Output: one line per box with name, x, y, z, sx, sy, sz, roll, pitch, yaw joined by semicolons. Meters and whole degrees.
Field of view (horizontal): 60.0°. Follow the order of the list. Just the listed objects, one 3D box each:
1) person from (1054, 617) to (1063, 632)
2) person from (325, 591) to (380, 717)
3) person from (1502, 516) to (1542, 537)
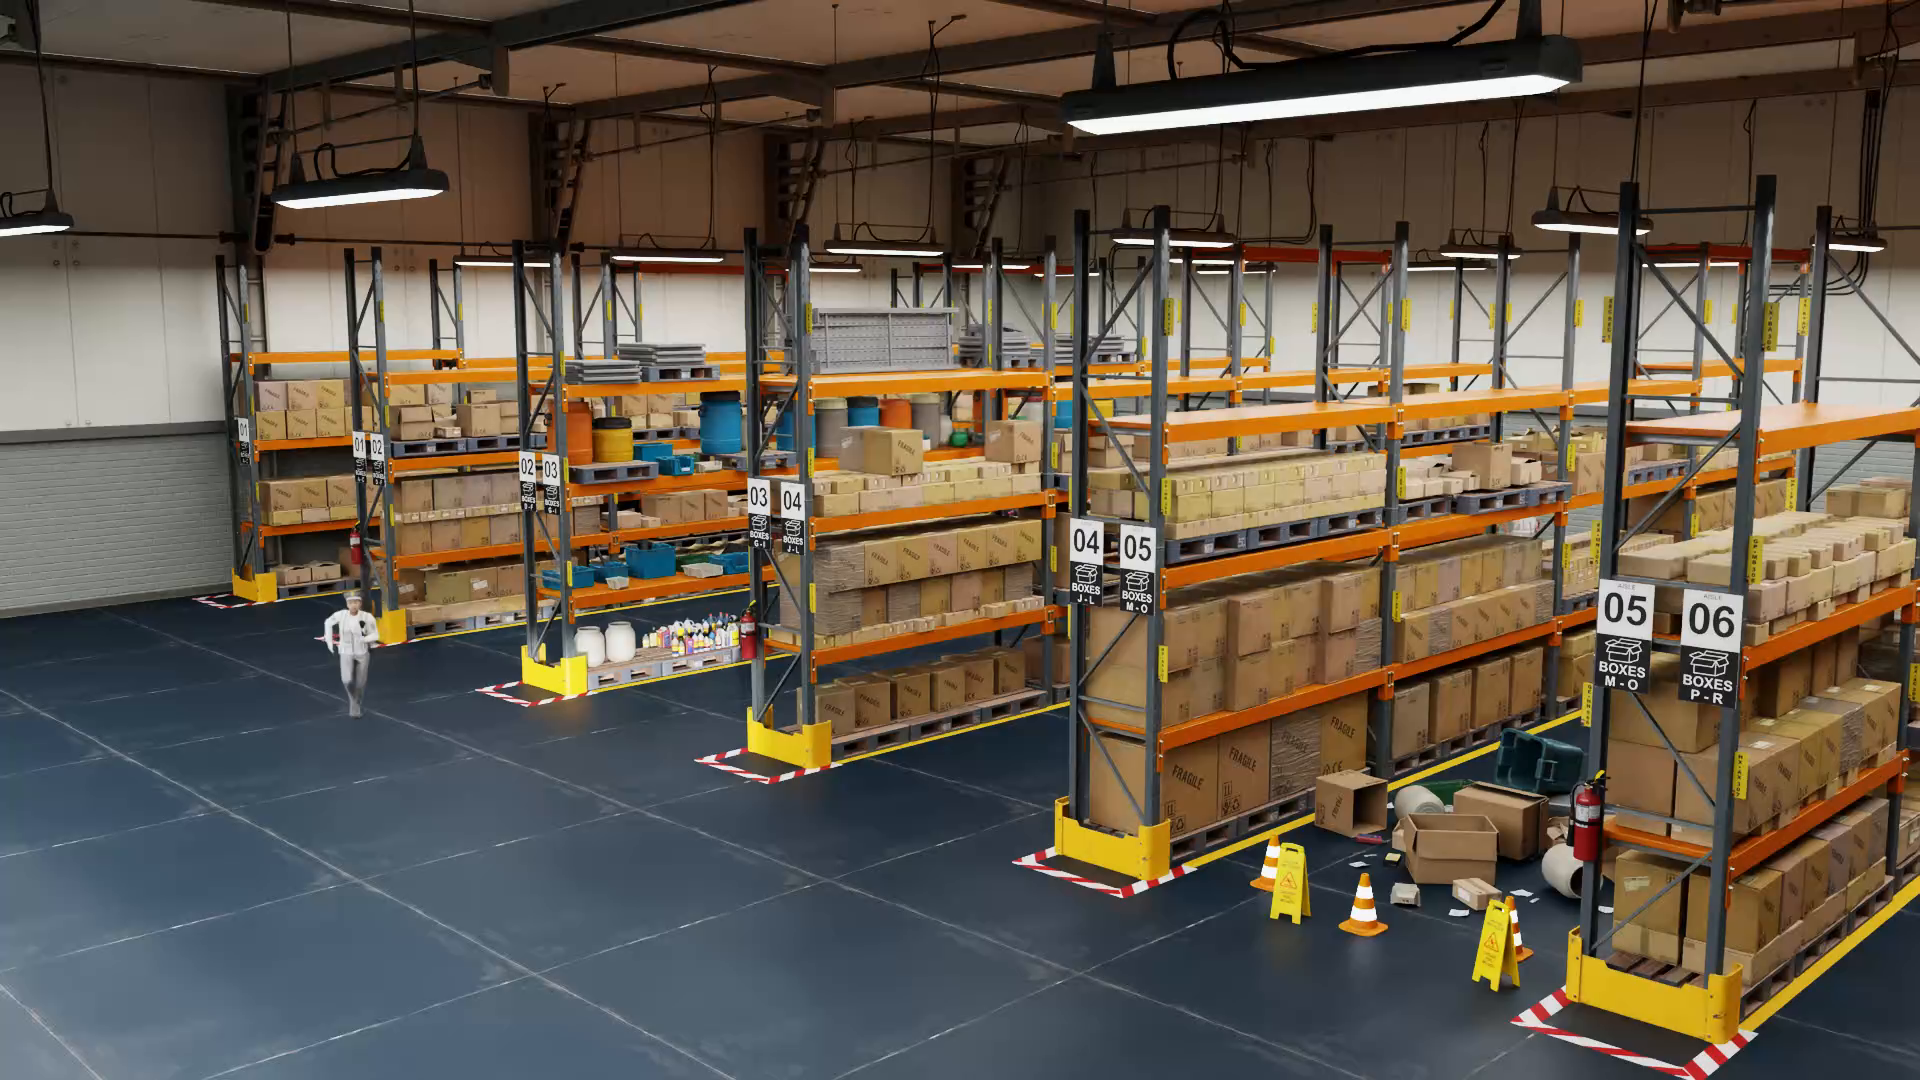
person;1.319;0.547;24.414;0.677;1.854;0.712;8;11;43
person;-7.514;1.425;20.587;0.645;1.642;0.732;-2;8;-16
person;10.283;0.019;30.353;0.695;1.850;0.684;-2;8;-16
